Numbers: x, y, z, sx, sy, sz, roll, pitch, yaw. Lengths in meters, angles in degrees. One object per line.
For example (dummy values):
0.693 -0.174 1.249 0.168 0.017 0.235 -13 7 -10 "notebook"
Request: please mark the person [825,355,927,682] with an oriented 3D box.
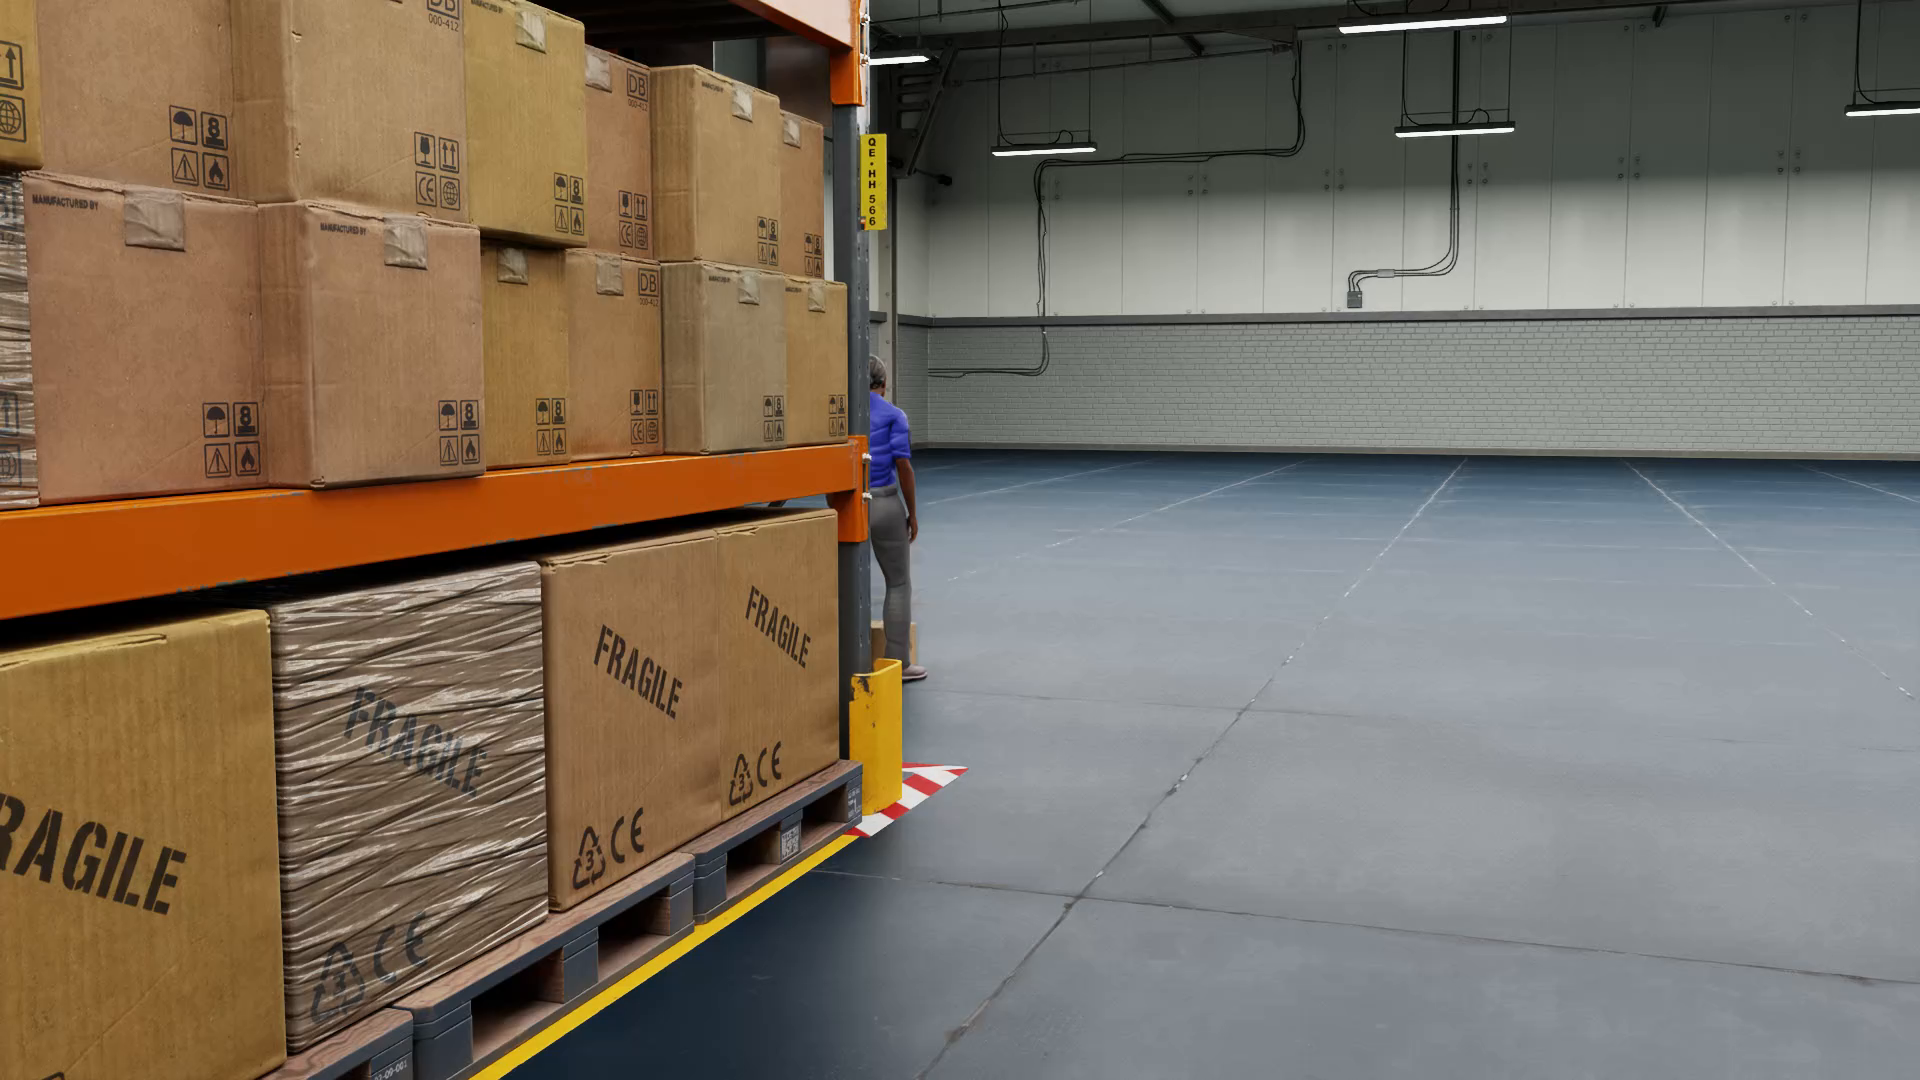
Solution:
-0.443 -0.110 8.447 0.506 1.655 0.347 2 6 17 "person"
